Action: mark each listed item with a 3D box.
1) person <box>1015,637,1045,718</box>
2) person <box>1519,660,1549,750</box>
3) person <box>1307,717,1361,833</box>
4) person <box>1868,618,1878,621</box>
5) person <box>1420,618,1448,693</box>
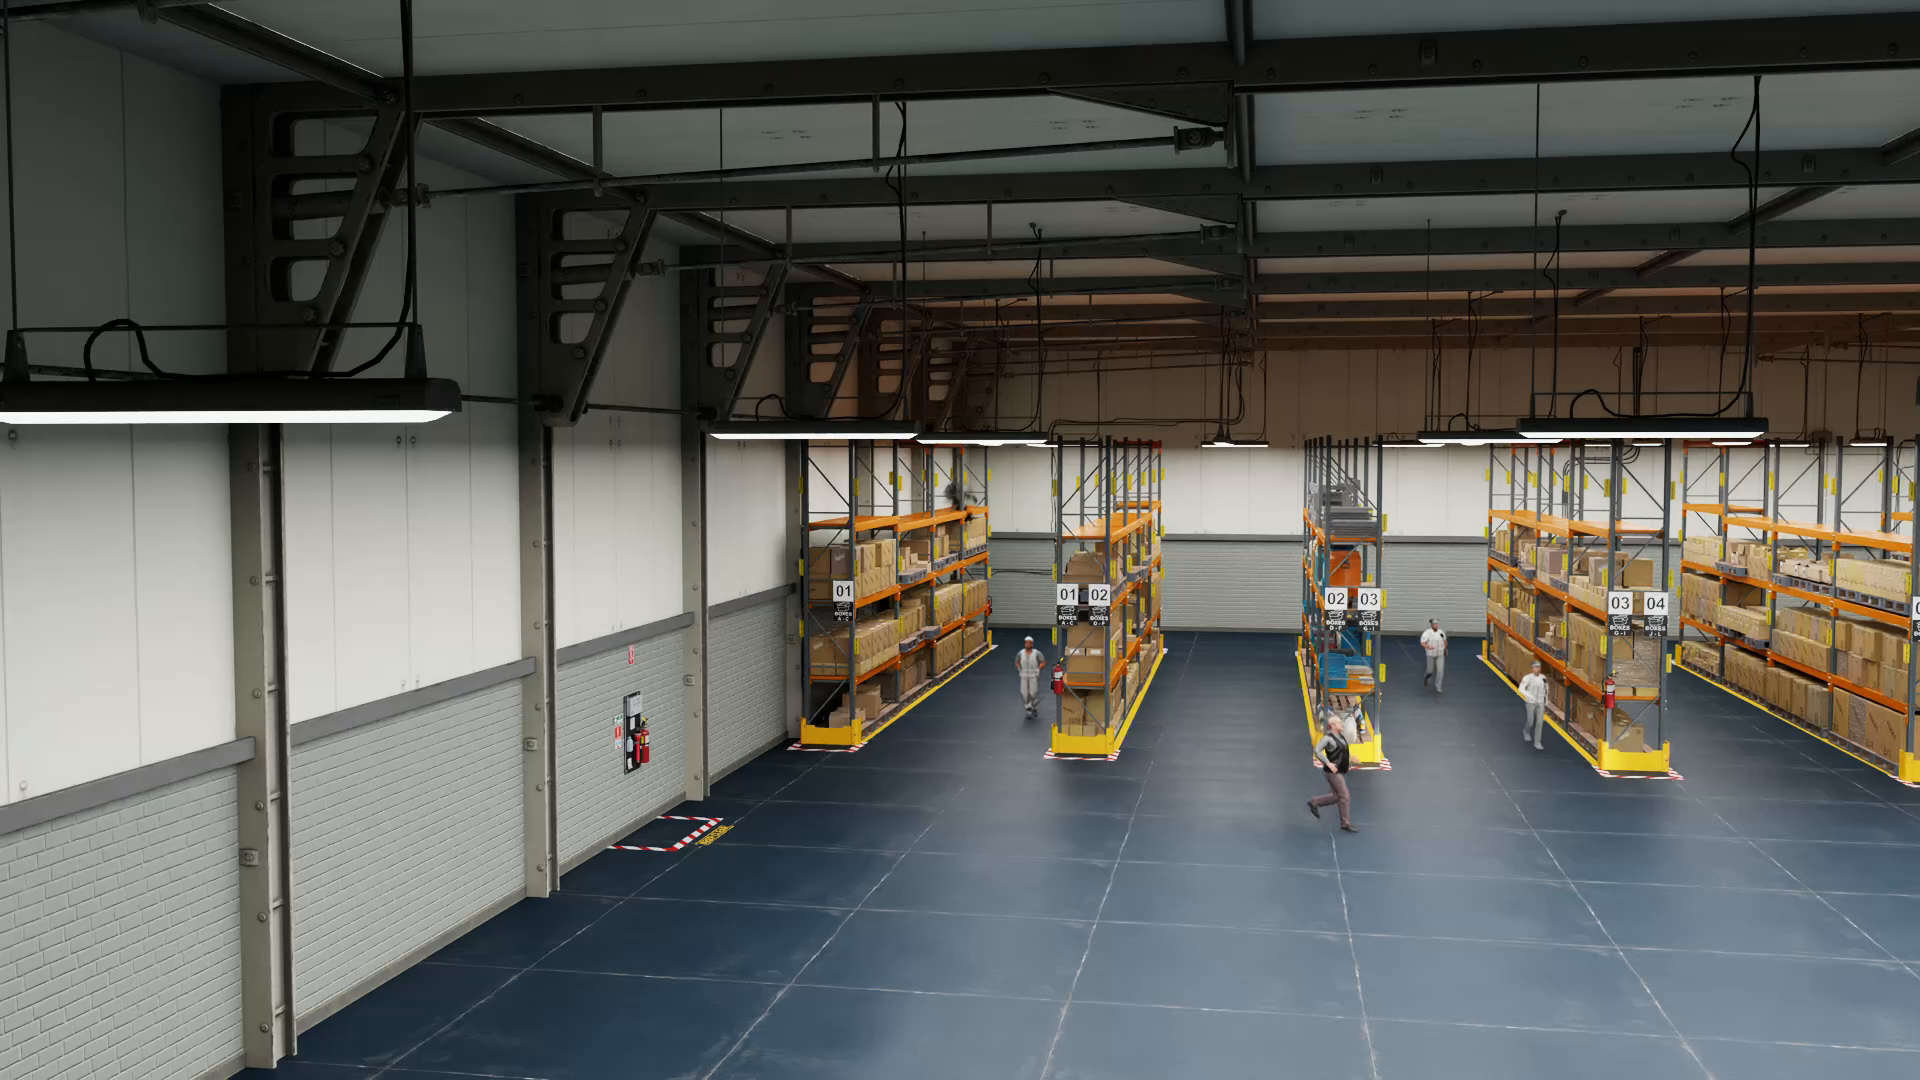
[{"bbox_3d":[1.460,2.931,35.338,0.639,1.744,0.547,1,3,13],"label":"person"},{"bbox_3d":[11.084,3.150,32.091,0.620,1.696,0.832,0,3,3],"label":"person"},{"bbox_3d":[5.628,3.559,25.087,0.880,1.645,0.662,2,4,34],"label":"person"},{"bbox_3d":[24.823,2.414,45.031,0.777,1.790,0.760,3,4,43],"label":"person"},{"bbox_3d":[11.271,2.713,39.472,0.674,1.746,0.817,0,3,-1],"label":"person"}]
